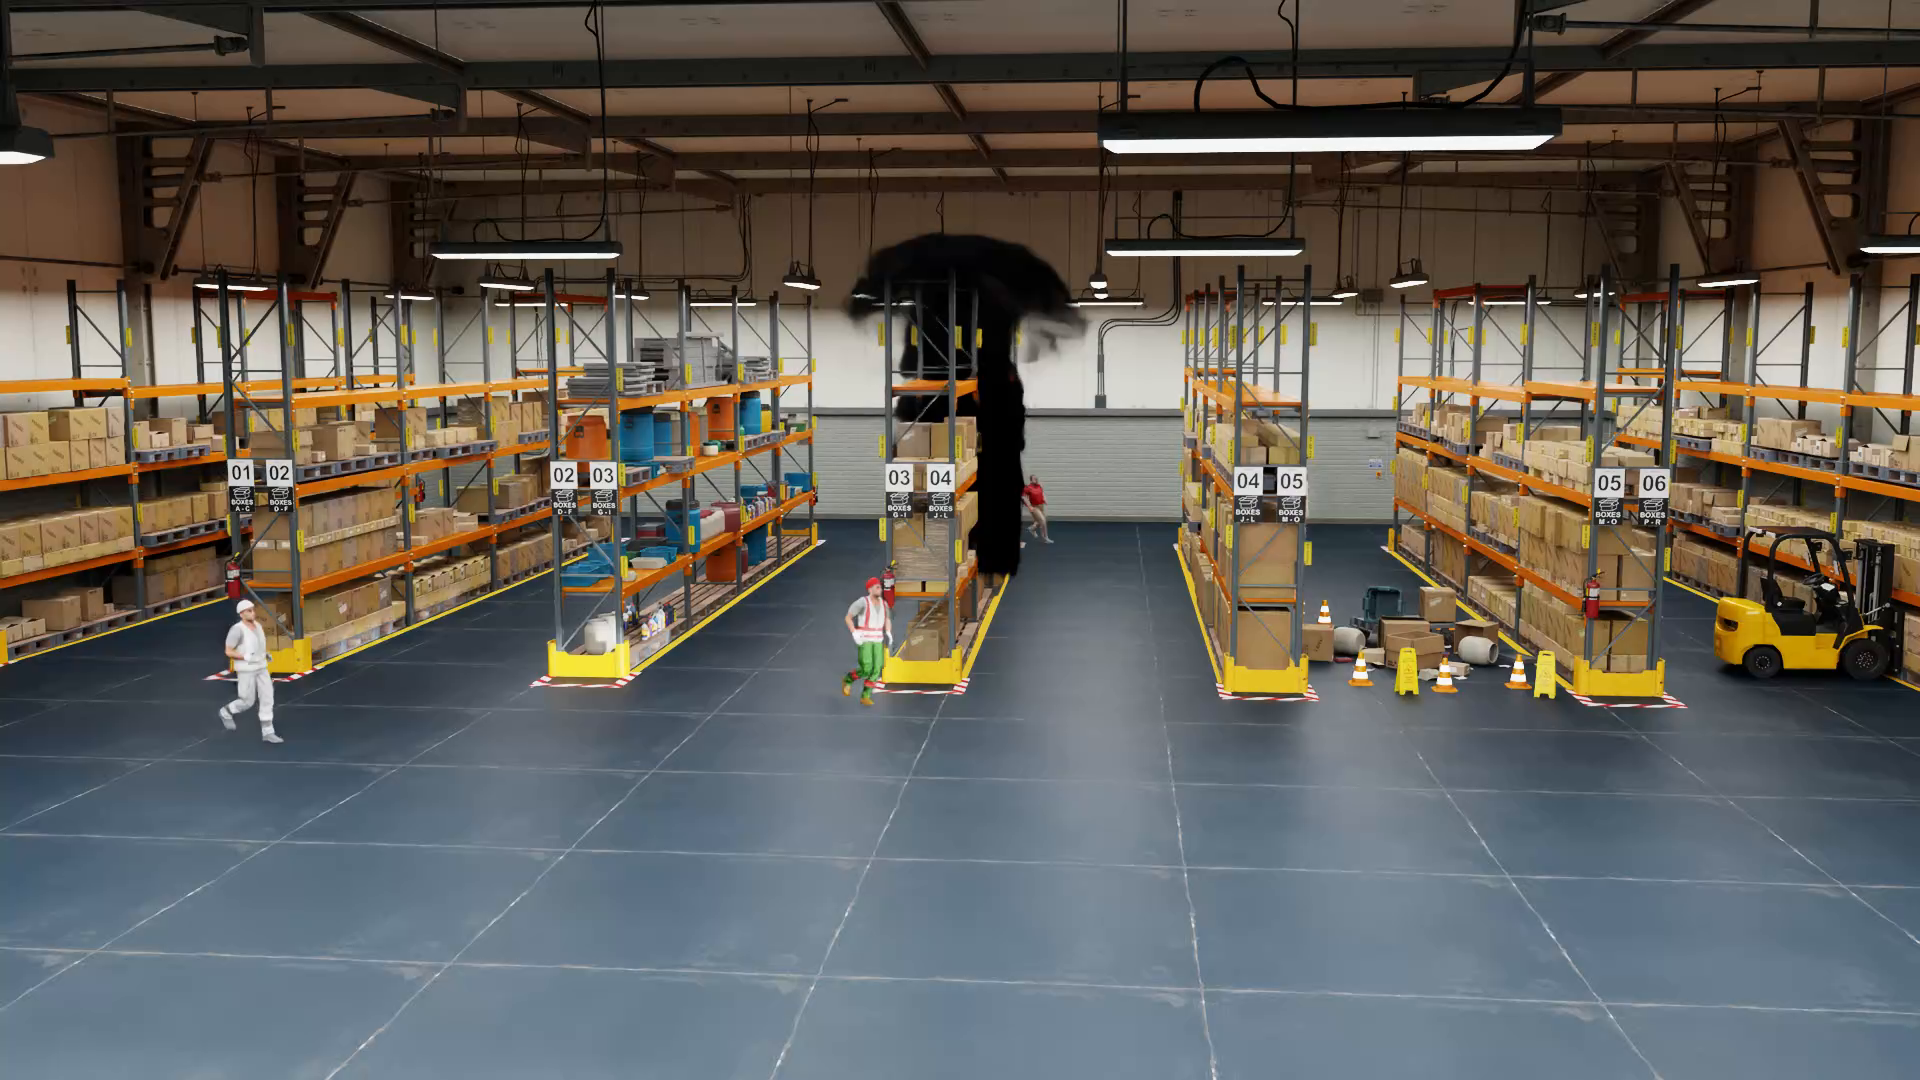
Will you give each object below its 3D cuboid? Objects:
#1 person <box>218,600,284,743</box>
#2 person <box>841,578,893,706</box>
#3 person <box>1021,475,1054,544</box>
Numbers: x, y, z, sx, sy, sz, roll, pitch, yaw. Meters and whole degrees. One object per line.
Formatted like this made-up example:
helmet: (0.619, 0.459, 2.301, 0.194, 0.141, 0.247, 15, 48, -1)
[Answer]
person: (-8.806, 1.620, 20.617, 0.935, 1.778, 0.656, 3, 7, 22)
person: (-1.244, 1.350, 22.896, 0.711, 1.674, 0.597, -6, 9, -41)
person: (1.846, -0.756, 40.608, 0.840, 1.673, 0.719, 7, 10, 44)
